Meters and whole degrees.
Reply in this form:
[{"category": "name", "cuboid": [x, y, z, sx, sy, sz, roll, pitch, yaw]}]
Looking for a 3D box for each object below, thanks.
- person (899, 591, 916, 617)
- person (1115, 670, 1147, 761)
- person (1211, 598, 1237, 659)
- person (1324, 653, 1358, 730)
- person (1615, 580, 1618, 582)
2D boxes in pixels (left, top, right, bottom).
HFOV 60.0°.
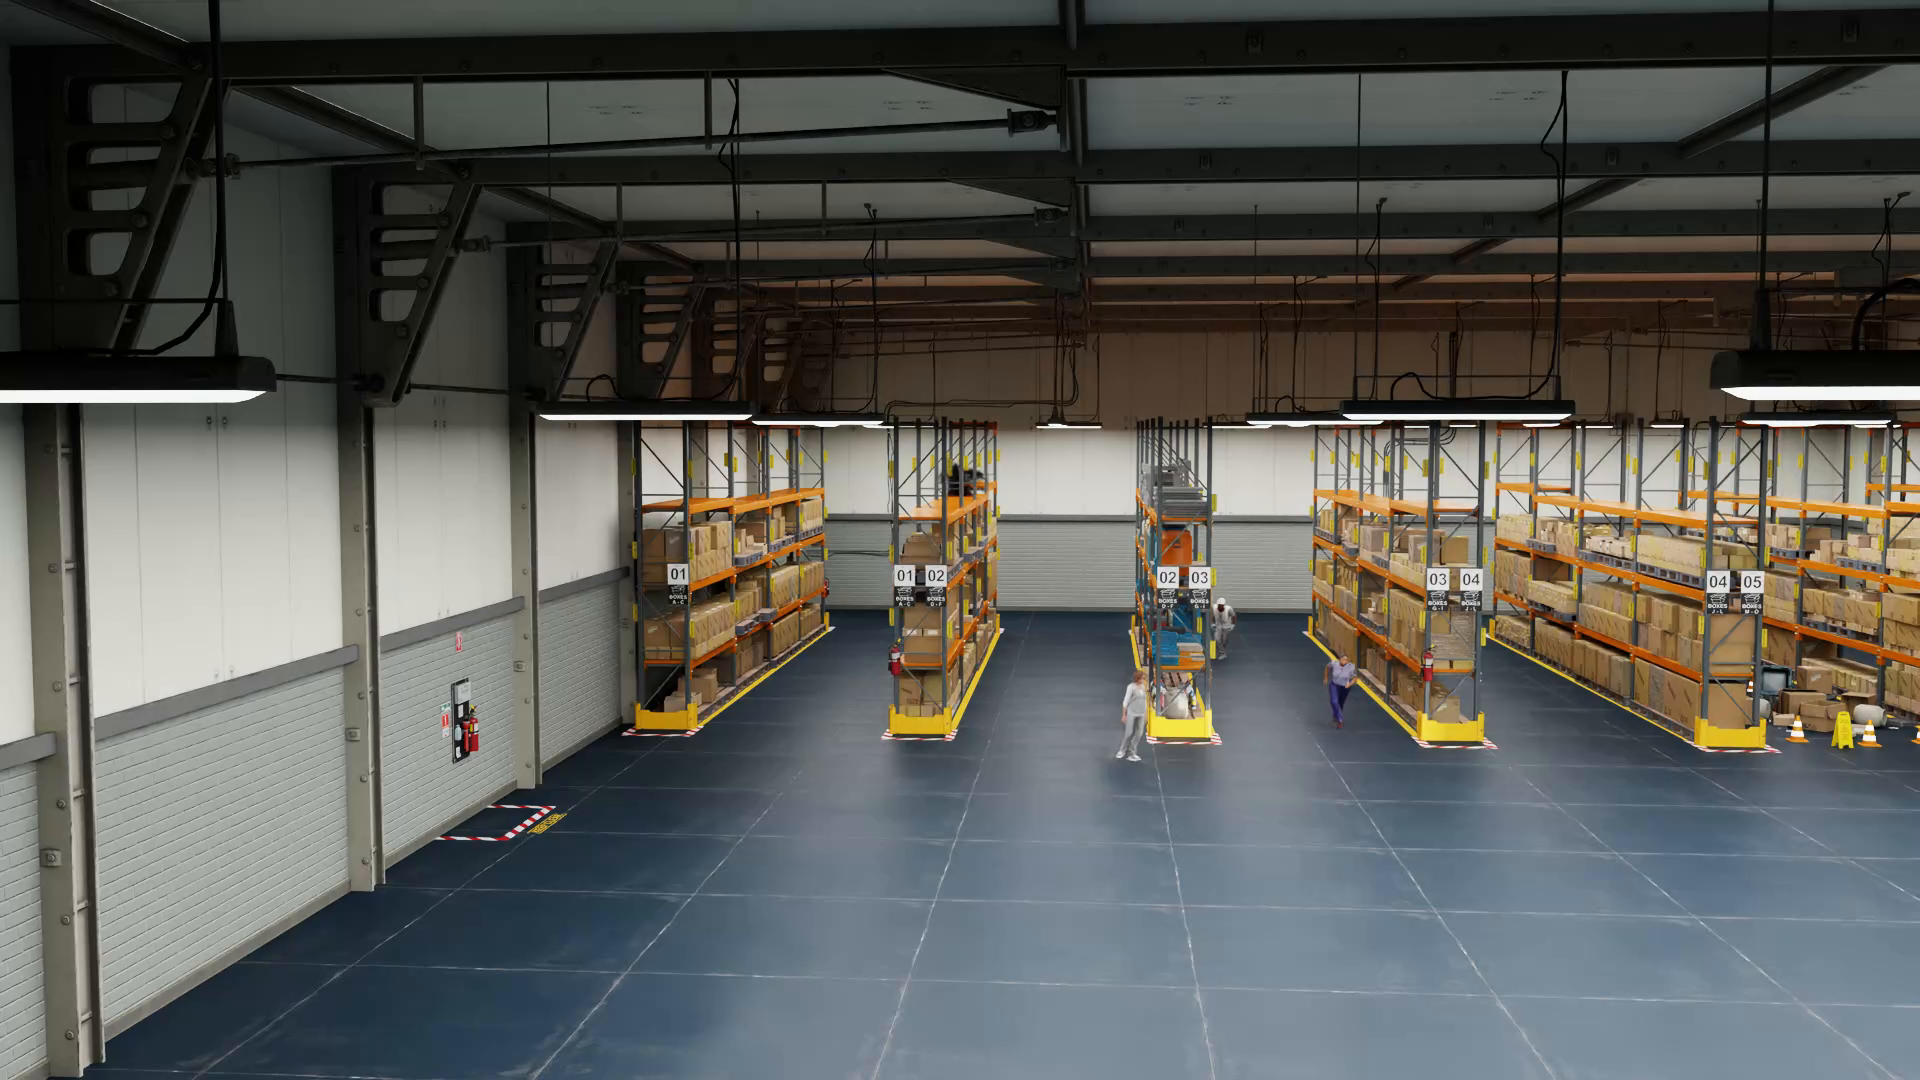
[{"category": "person", "cuboid": [-1.553, 1.515, 50.735, 0.733, 1.815, 0.647, 2, 4, 26]}, {"category": "person", "cuboid": [2.981, 3.047, 28.868, 0.541, 1.582, 0.434, -2, 4, -32]}, {"category": "person", "cuboid": [6.634, 2.211, 41.853, 0.689, 1.578, 1.048, 1, 4, 16]}, {"category": "person", "cuboid": [7.361, 2.866, 32.196, 0.623, 1.482, 1.027, 1, 4, 8]}, {"category": "person", "cuboid": [17.512, 1.922, 44.288, 0.689, 1.752, 1.050, -1, 4, -16]}]
